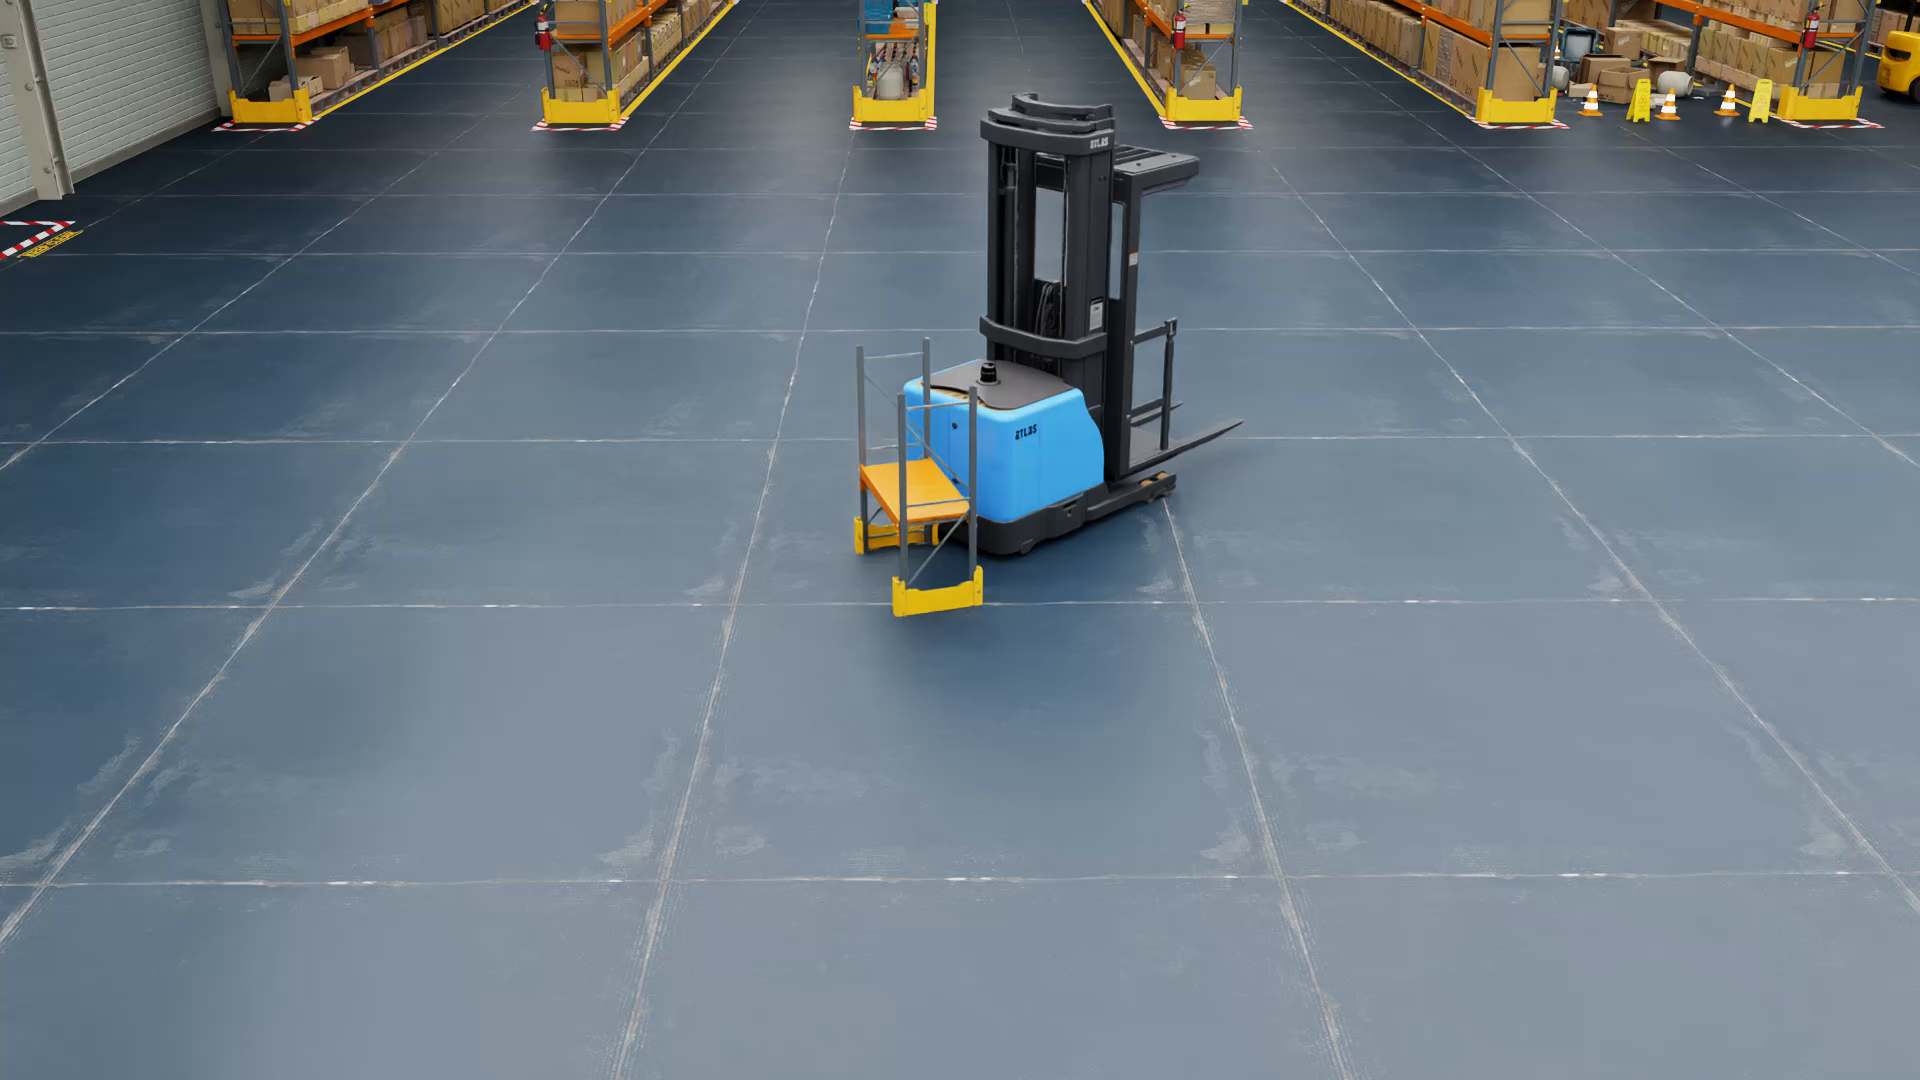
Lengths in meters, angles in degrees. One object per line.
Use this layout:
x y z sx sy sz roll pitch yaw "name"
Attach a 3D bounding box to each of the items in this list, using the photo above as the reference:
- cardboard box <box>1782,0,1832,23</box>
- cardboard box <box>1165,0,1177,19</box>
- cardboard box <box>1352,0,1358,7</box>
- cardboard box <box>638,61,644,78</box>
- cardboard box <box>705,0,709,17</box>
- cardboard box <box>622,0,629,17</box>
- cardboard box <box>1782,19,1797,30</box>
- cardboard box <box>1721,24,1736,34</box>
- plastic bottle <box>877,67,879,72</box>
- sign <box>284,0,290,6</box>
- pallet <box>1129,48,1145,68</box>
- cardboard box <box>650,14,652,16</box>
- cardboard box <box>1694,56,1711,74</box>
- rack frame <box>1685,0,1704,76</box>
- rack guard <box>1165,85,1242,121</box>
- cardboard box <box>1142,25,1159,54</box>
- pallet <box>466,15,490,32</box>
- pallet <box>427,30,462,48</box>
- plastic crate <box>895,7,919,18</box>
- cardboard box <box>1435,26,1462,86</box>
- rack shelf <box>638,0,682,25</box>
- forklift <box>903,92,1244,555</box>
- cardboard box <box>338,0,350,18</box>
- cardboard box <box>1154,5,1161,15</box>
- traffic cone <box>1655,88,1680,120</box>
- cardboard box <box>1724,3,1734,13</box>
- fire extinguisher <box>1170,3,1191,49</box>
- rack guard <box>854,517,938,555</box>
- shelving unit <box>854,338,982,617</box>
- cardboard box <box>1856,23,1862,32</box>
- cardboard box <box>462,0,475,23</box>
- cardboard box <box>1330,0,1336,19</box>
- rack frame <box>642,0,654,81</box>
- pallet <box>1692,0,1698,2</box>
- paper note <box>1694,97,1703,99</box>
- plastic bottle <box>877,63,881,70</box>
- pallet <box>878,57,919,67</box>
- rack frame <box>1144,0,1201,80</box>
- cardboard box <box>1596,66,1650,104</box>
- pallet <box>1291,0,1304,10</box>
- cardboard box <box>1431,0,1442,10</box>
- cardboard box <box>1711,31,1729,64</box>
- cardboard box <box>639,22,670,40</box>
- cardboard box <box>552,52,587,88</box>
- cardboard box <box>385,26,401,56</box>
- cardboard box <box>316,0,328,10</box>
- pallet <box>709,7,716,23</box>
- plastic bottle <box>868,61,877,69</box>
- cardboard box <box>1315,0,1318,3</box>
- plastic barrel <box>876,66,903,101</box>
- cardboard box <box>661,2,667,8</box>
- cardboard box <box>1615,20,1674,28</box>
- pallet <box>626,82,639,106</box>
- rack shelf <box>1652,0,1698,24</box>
13.519 -8.548 26.528 0.500 0.500 0.500 -1 24 -1 "cardboard box"
3.787 -8.713 26.893 0.875 0.500 0.500 0 24 -1 "cardboard box"
8.479 -11.260 34.620 0.500 0.250 0.500 0 24 0 "cardboard box"
-5.839 -8.247 29.173 0.500 0.250 0.500 0 24 -1 "cardboard box"
-5.853 -11.861 36.835 0.500 0.500 0.500 0 24 -1 "cardboard box"
-6.033 -9.144 28.206 0.700 0.500 0.500 0 24 0 "cardboard box"
13.469 -8.287 26.738 0.380 0.149 0.250 -1 24 -1 "cardboard box"
13.442 -8.861 28.831 0.380 0.149 0.250 1 24 1 "cardboard box"
-1.389 -7.900 28.339 0.061 0.283 0.133 0 24 -1 "plastic bottle"
-10.425 -8.430 25.699 0.100 0.325 0.005 0 24 -1 "sign"
3.822 -9.302 32.062 1.003 0.211 1.213 0 24 -1 "pallet"
-6.390 -10.330 33.097 0.500 0.311 0.500 1 24 1 "cardboard box"
13.494 -8.487 29.702 0.500 0.250 0.500 -1 24 -3 "cardboard box"
13.757 -9.793 29.762 1.000 3.000 0.127 0 24 -1 "rack frame"
3.891 -6.992 26.604 1.175 0.500 0.348 0 24 -1 "rack guard"
3.870 -9.490 31.592 0.700 0.500 0.500 -2 24 -5 "cardboard box"
-11.015 -11.390 36.677 1.003 0.211 1.213 0 24 -1 "pallet"
-10.988 -10.384 34.454 1.003 0.211 1.213 0 24 -1 "pallet"
-0.834 -8.938 28.192 0.530 0.136 0.437 0 24 -1 "plastic crate"
8.759 -8.321 28.577 0.875 0.875 0.875 0 24 0 "cardboard box"
-6.080 -10.201 31.539 1.077 0.370 4.000 0 24 -1 "rack shelf"
0.980 -1.746 12.054 1.130 2.935 3.031 22 32 40 "forklift"
-10.685 -9.016 28.202 0.500 0.250 0.500 0 24 -1 "cardboard box"
3.543 -9.132 28.605 0.380 0.149 0.250 0 24 -1 "cardboard box"
11.400 -7.015 26.699 0.336 0.463 0.334 0 24 -1 "traffic cone"
13.496 -9.232 28.827 0.380 0.149 0.250 0 24 1 "cardboard box"
3.432 -8.015 25.926 0.296 0.674 0.183 0 24 -1 "fire extinguisher"
-0.442 -0.061 11.581 0.587 0.250 0.087 -7 25 -16 "rack guard"
-0.293 -0.434 10.890 0.587 1.500 1.083 -7 25 -16 "shelving unit"
18.457 -10.690 34.271 0.500 0.500 0.500 0 24 1 "cardboard box"
-10.949 -11.556 35.760 0.750 0.750 0.750 0 24 1 "cardboard box"
8.464 -11.772 36.662 0.500 0.500 0.500 1 24 1 "cardboard box"
-6.058 -9.705 29.569 1.000 3.000 0.127 0 24 -1 "rack frame"
13.894 -10.021 30.499 1.003 0.211 1.213 0 24 -1 "pallet"
12.645 -7.574 28.459 0.142 0.019 0.148 -9 26 -19 "paper note"
-1.356 -8.109 28.810 0.152 0.276 0.135 0 24 -1 "plastic bottle"
-1.152 -8.779 30.904 1.003 0.211 1.213 0 24 -1 "pallet"
3.848 -9.748 29.664 1.000 3.000 0.127 0 24 -1 "rack frame"
11.250 -7.719 28.207 0.797 0.503 0.637 -19 31 -36 "cardboard box"
8.652 -13.037 40.319 1.003 0.211 1.213 0 24 -1 "pallet"
8.825 -9.645 29.254 0.875 0.550 0.550 0 24 -1 "cardboard box"
13.511 -8.608 29.060 0.500 0.500 0.500 1 24 2 "cardboard box"
-5.831 -9.704 31.713 0.500 0.311 0.500 0 24 1 "cardboard box"
-6.318 -7.557 26.735 0.500 0.500 0.500 0 24 -1 "cardboard box"
-11.057 -9.469 31.546 0.700 0.500 0.500 0 24 0 "cardboard box"
-10.667 -8.930 27.103 0.500 0.500 0.500 -1 24 -2 "cardboard box"
-6.152 -12.014 38.058 1.003 0.211 1.213 0 24 -1 "pallet"
-1.502 -8.055 28.601 0.144 0.351 0.185 1 24 2 "plastic bottle"
8.364 -12.403 38.123 0.380 0.149 0.250 -1 24 -2 "cardboard box"
-1.145 -7.406 26.995 0.421 0.512 0.421 0 24 0 "plastic barrel"
-6.351 -11.164 34.384 0.500 0.250 0.500 1 24 1 "cardboard box"
13.710 -10.202 33.347 0.950 0.372 0.625 -2 24 -4 "cardboard box"
-6.075 -7.603 28.304 1.003 0.211 1.213 0 24 -1 "pallet"
13.735 -10.289 31.732 1.077 0.370 4.000 0 24 -1 "rack shelf"
